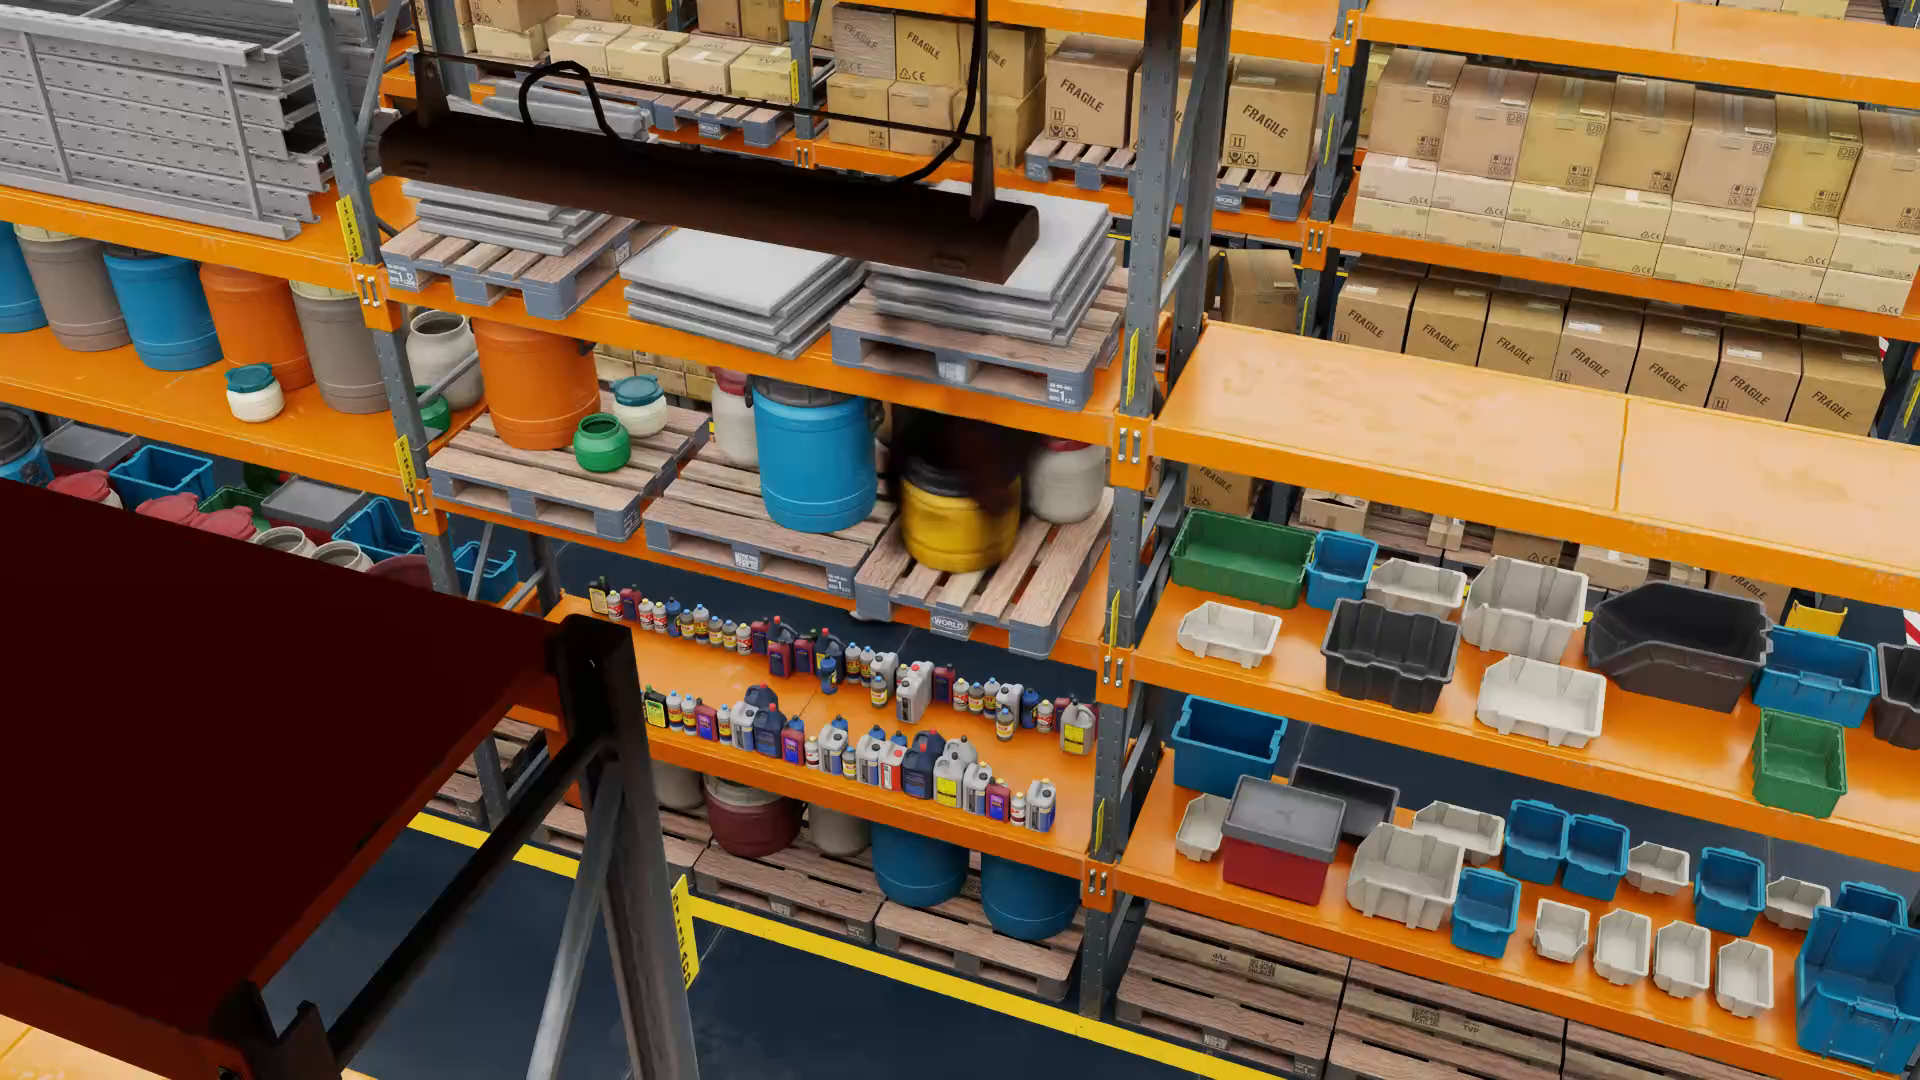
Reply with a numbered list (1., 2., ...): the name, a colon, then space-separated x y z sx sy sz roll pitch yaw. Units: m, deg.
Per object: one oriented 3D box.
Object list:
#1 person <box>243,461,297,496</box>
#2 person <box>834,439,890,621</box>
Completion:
1. person: -5.382 -0.767 12.981 0.605 1.743 0.657 6 37 8
2. person: -0.846 -0.144 12.106 0.773 1.800 0.673 3 37 4
